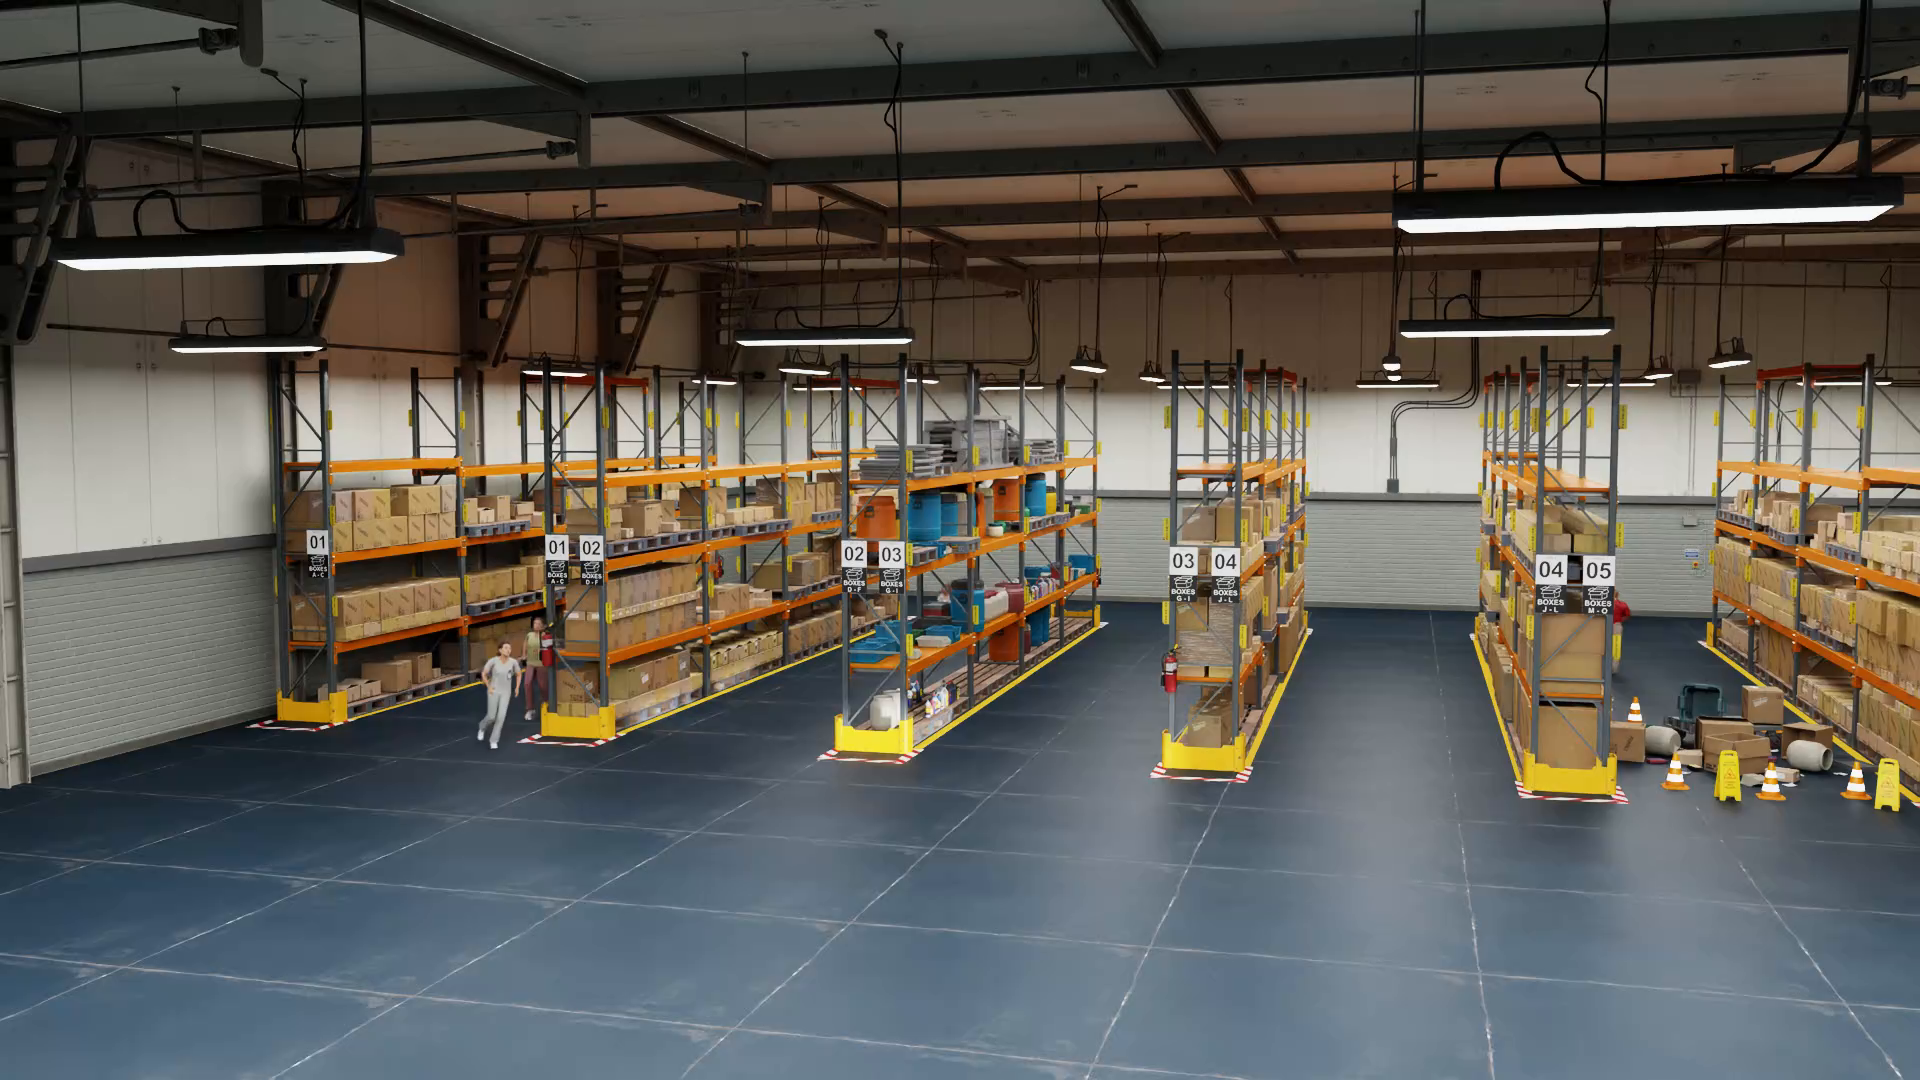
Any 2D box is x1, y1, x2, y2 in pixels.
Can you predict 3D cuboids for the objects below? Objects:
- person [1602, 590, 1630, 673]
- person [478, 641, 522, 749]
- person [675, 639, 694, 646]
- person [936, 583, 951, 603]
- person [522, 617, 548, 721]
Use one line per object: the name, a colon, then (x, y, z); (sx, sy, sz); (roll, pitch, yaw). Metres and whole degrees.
person: (12.884, 1.788, 32.913); (0.651, 1.688, 0.607); (1, 4, 9)
person: (-7.069, 2.351, 25.615); (0.637, 1.625, 0.671); (-2, 5, -30)
person: (-5.766, 1.636, 34.686); (0.676, 1.794, 0.684); (1, 4, 17)
person: (-0.282, 1.695, 35.273); (0.595, 1.558, 0.526); (1, 4, 18)
person: (-7.153, 2.147, 28.139); (0.579, 1.686, 0.886); (0, 4, 2)
